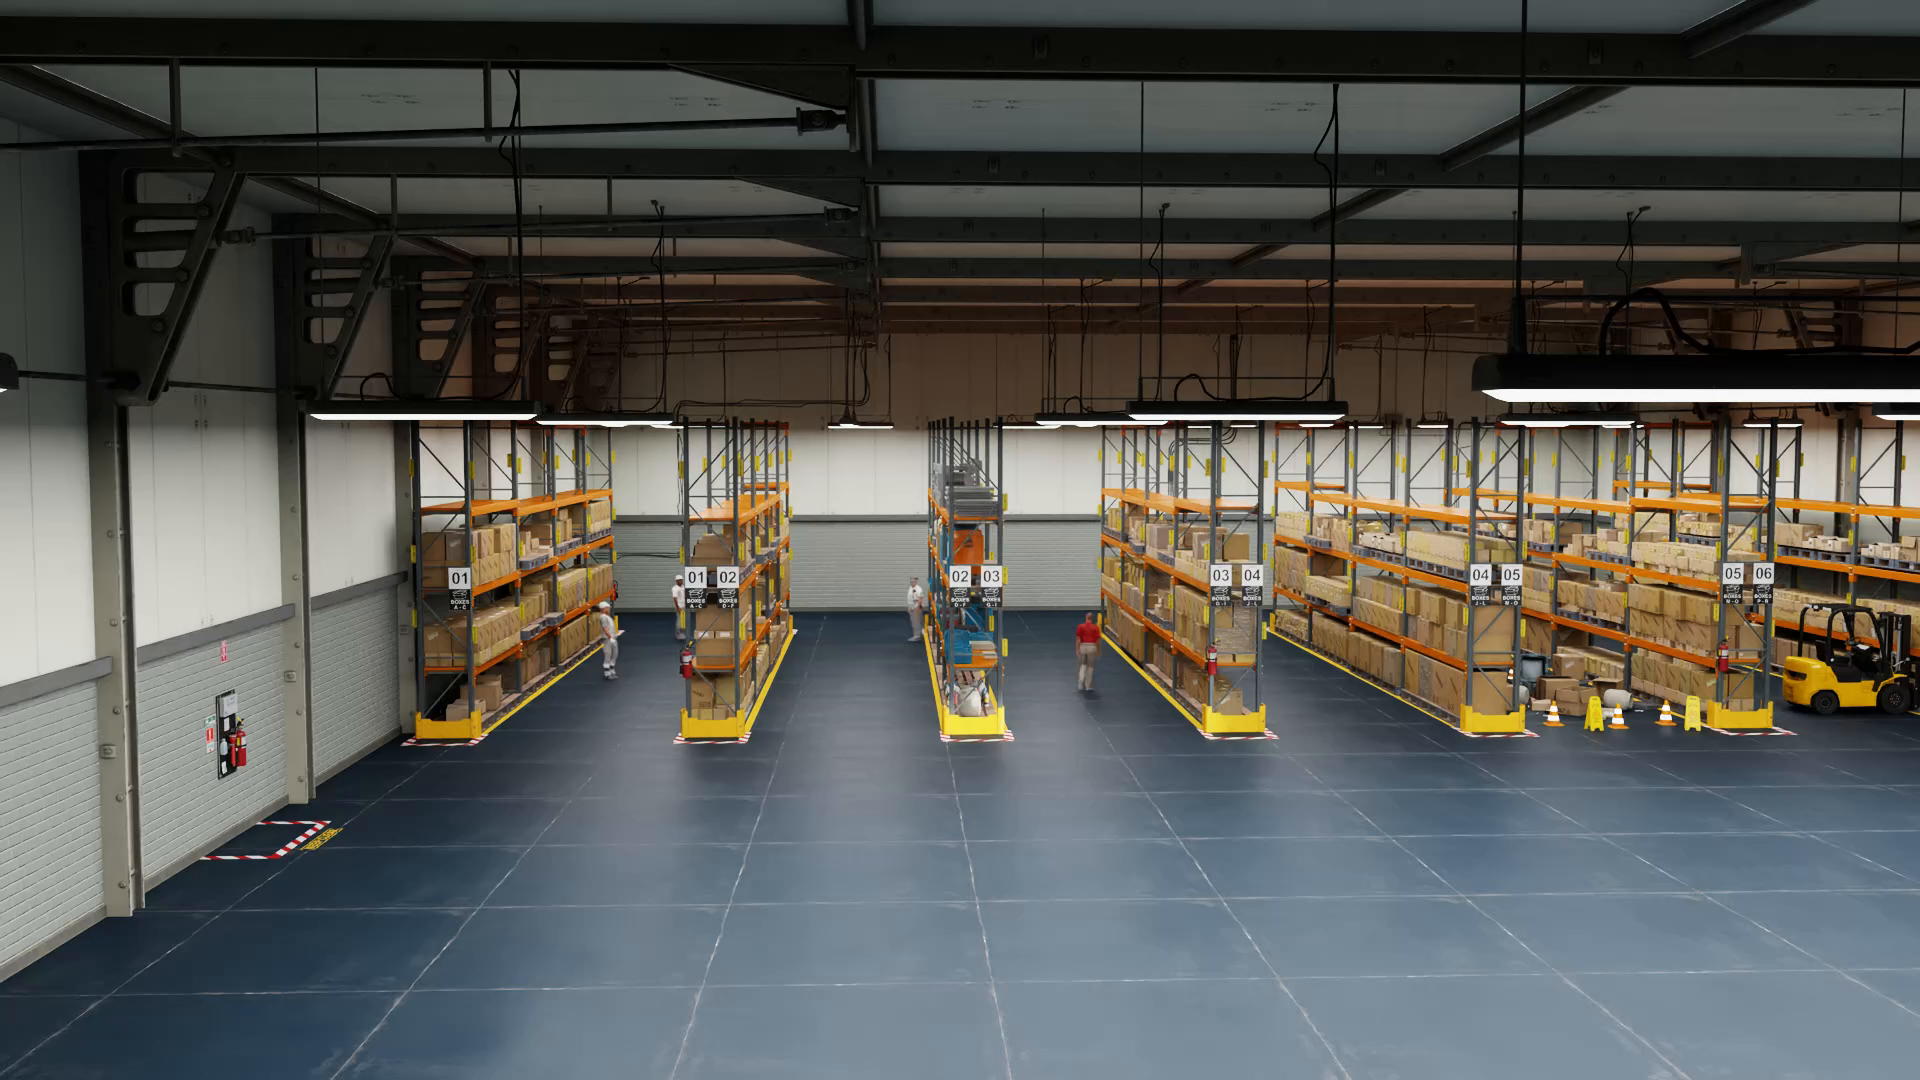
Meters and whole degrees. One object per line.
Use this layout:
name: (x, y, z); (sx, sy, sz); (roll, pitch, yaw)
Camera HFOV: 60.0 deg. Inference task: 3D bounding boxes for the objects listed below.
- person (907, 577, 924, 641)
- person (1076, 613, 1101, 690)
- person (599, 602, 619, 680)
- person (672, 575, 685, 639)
person: (-1.240, 1.877, 45.372); (0.446, 1.766, 0.561); (-3, 5, -36)
person: (2.875, 2.465, 36.726); (0.528, 1.747, 0.451); (2, 4, 33)
person: (-8.094, 2.335, 38.513); (0.577, 1.829, 0.646); (1, 4, 17)
person: (-7.691, 1.850, 45.831); (0.398, 1.779, 0.589); (1, 4, 8)
